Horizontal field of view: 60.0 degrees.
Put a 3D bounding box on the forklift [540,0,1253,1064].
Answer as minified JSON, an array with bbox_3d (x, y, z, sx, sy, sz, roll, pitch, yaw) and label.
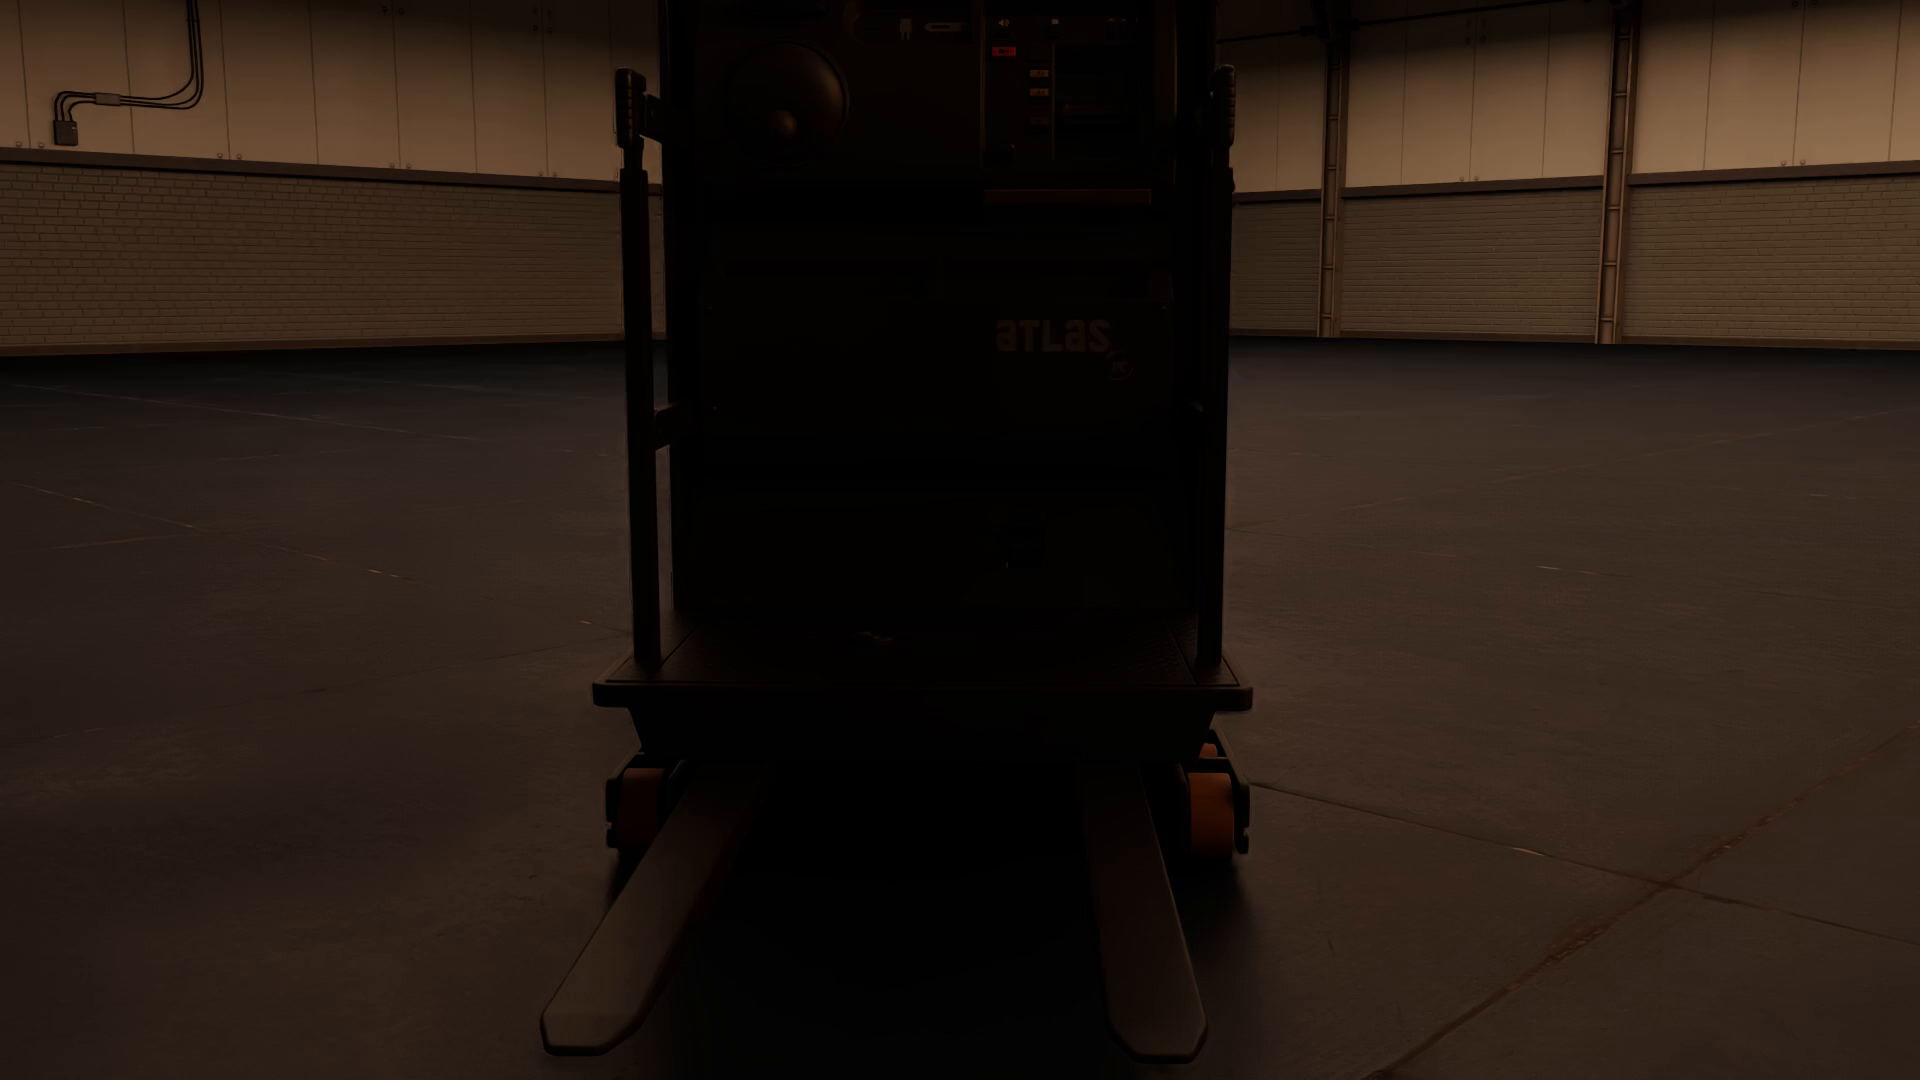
[{"bbox_3d":[-0.051,-0.926,3.021,1.130,2.935,3.031,0,9,2],"label":"forklift"}]
